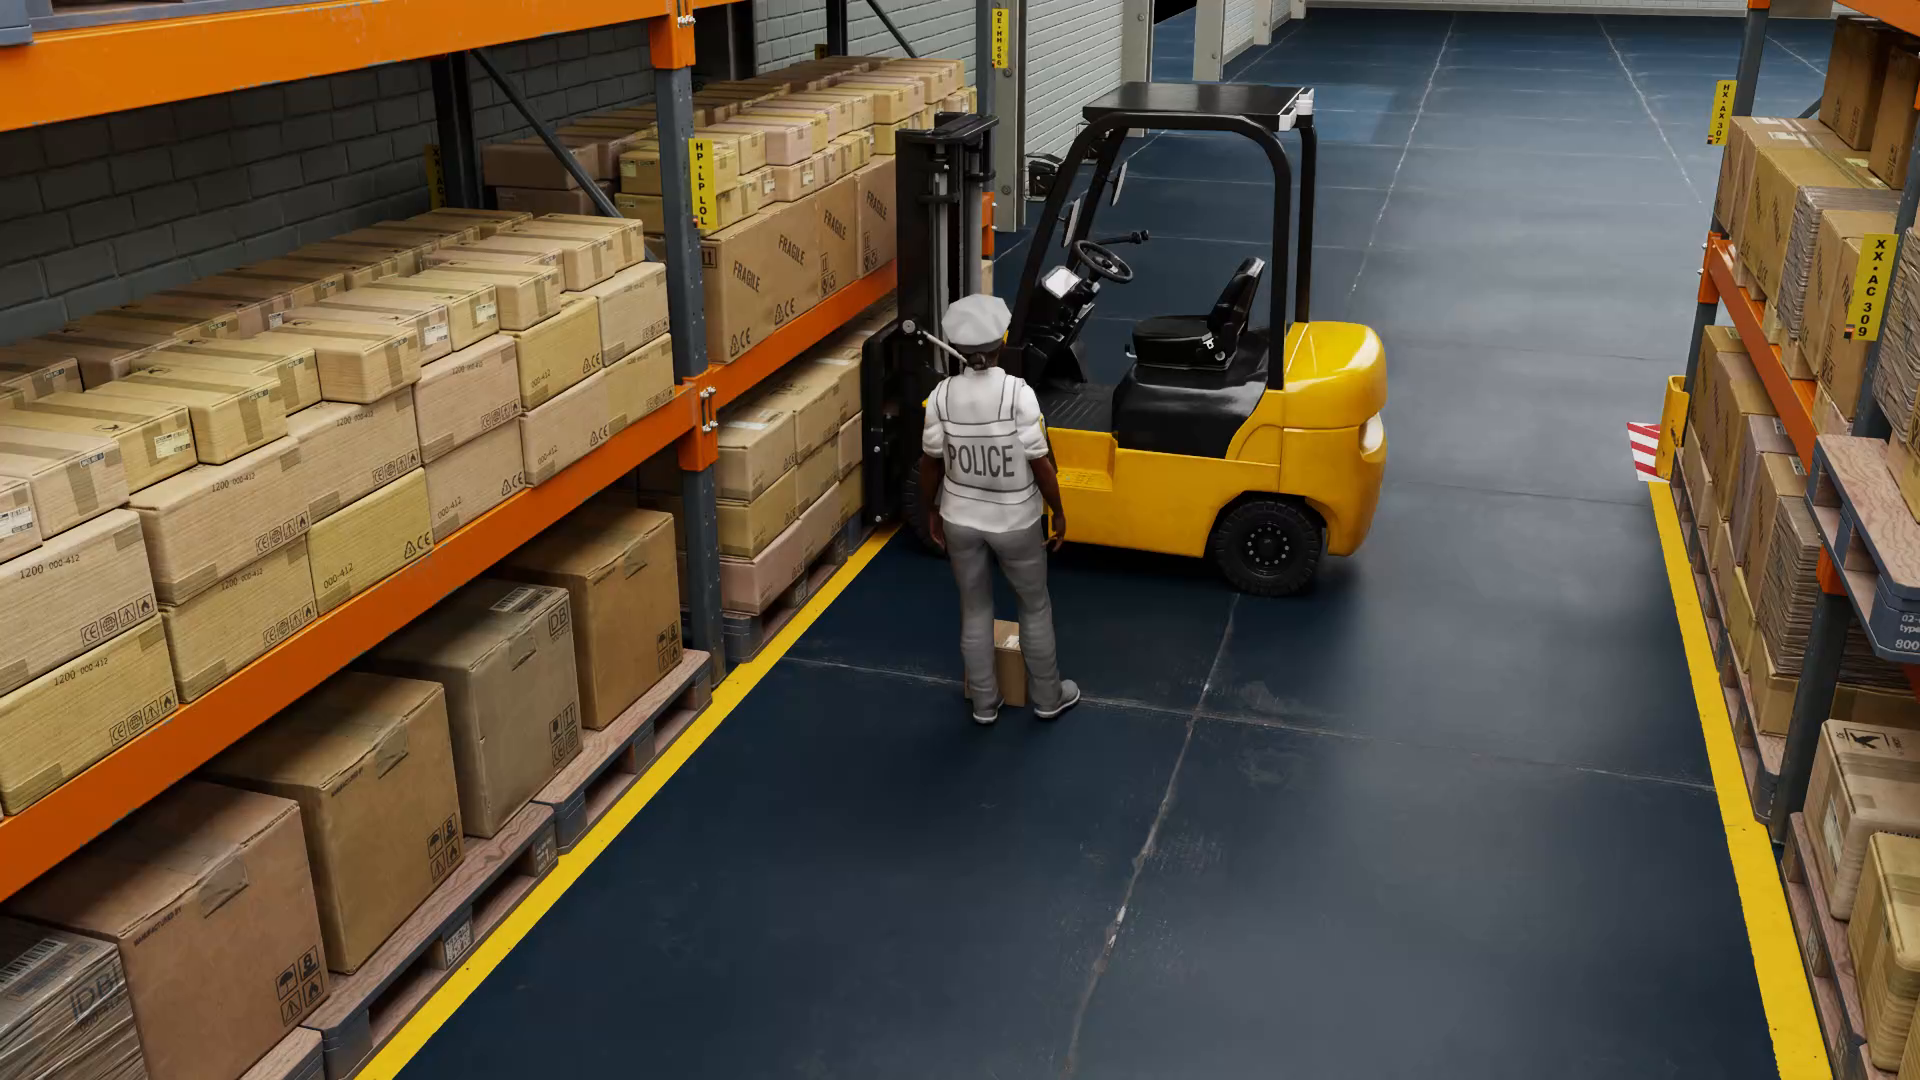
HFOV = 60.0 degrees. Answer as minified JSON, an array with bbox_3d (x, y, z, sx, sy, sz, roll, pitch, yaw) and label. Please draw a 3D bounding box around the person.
[{"bbox_3d":[0.153,-0.104,6.278,0.569,1.695,0.530,7,23,16],"label":"person"}]
